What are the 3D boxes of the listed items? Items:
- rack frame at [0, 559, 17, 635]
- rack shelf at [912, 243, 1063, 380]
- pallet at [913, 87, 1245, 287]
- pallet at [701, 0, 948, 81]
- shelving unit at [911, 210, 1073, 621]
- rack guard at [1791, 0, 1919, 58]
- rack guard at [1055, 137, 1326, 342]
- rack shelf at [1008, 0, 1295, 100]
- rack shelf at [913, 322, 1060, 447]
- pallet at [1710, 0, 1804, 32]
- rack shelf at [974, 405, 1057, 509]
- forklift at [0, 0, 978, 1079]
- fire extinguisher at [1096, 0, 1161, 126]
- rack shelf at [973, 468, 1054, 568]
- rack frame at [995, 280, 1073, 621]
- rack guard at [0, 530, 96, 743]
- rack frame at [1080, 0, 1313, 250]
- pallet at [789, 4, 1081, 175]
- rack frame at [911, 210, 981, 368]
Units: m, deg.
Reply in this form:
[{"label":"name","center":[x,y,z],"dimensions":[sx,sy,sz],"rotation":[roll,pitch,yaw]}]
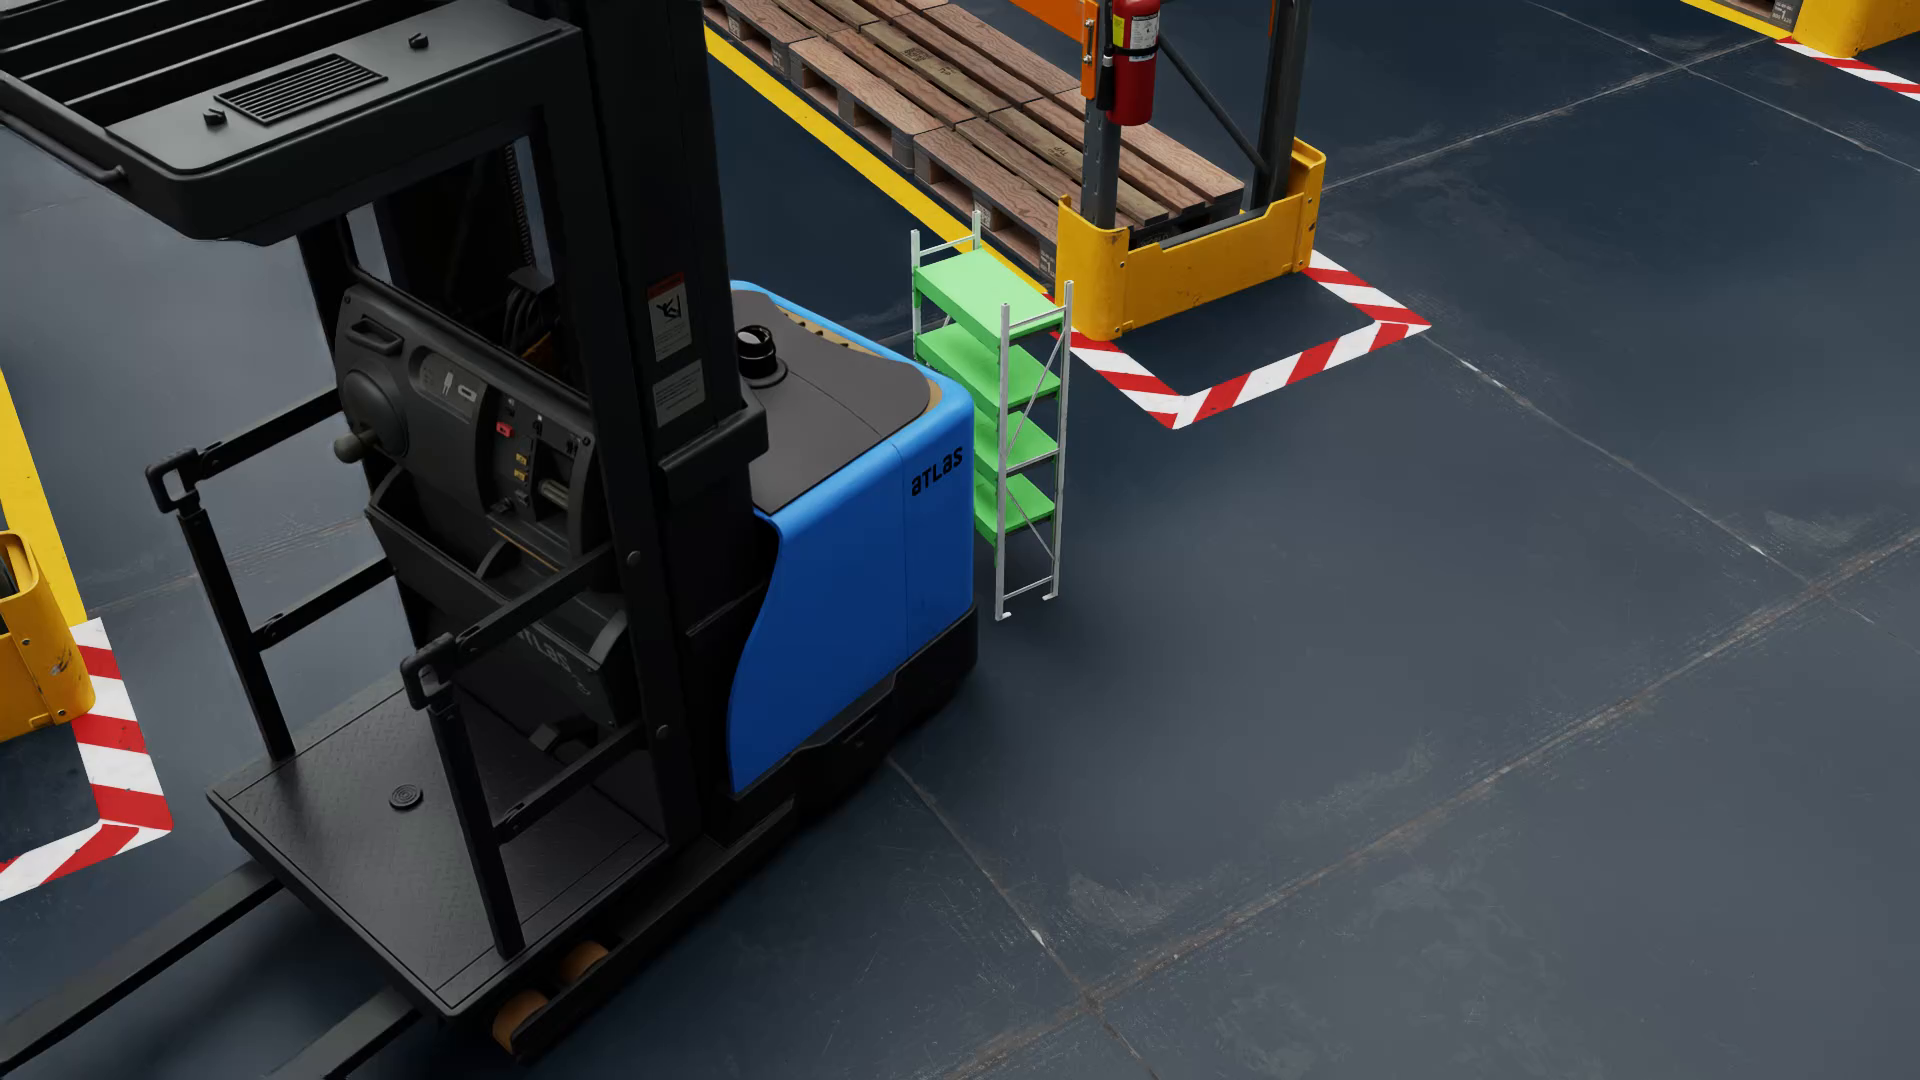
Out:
[{"label":"rack frame","center":[-3.249,-0.534,4.047],"dimensions":[1.000,3.000,0.127],"rotation":[-22,45,-24]},{"label":"rack shelf","center":[0.089,-0.691,4.992],"dimensions":[0.258,0.148,0.480],"rotation":[-22,45,-24]},{"label":"pallet","center":[0.517,-1.626,7.536],"dimensions":[1.003,0.211,1.213],"rotation":[-22,45,-24]},{"label":"pallet","center":[-0.795,-2.943,9.117],"dimensions":[1.003,0.211,1.213],"rotation":[-22,45,-24]},{"label":"shelving unit","center":[0.089,-0.372,5.259],"dimensions":[0.258,1.200,0.503],"rotation":[-22,45,-24]},{"label":"rack guard","center":[5.065,-3.022,8.986],"dimensions":[1.175,0.500,0.348],"rotation":[-22,45,-24]},{"label":"rack guard","center":[0.951,-1.270,6.883],"dimensions":[1.175,0.500,0.348],"rotation":[-22,45,-24]},{"label":"rack shelf","center":[-0.148,-3.042,7.619],"dimensions":[1.077,0.370,4.000],"rotation":[-22,45,-24]},{"label":"rack shelf","center":[0.089,-0.507,5.146],"dimensions":[0.258,0.148,0.480],"rotation":[-22,45,-24]},{"label":"pallet","center":[4.635,-3.341,9.595],"dimensions":[1.003,0.211,1.213],"rotation":[-22,45,-24]},{"label":"rack shelf","center":[0.089,-0.323,5.300],"dimensions":[0.258,0.148,0.480],"rotation":[-22,45,-24]},{"label":"forklift","center":[-1.283,-0.196,3.695],"dimensions":[1.130,2.935,3.031],"rotation":[29,48,30]},{"label":"fire extinguisher","center":[0.625,-1.828,5.952],"dimensions":[0.296,0.674,0.183],"rotation":[-22,45,-24]},{"label":"rack shelf","center":[0.089,-0.138,5.453],"dimensions":[0.258,0.148,0.480],"rotation":[-22,45,-24]},{"label":"rack frame","center":[0.220,-0.240,5.101],"dimensions":[0.240,1.200,0.015],"rotation":[-22,45,-24]},{"label":"rack guard","center":[-3.236,0.440,4.832],"dimensions":[1.175,0.500,0.348],"rotation":[-22,45,-24]},{"label":"rack frame","center":[0.927,-2.238,6.093],"dimensions":[1.000,3.000,0.127],"rotation":[-22,45,-24]},{"label":"pallet","center":[-0.135,-2.284,8.325],"dimensions":[1.003,0.211,1.213],"rotation":[-22,45,-24]},{"label":"rack frame","center":[-0.042,-0.503,5.417],"dimensions":[0.240,1.200,0.015],"rotation":[-22,45,-24]}]
